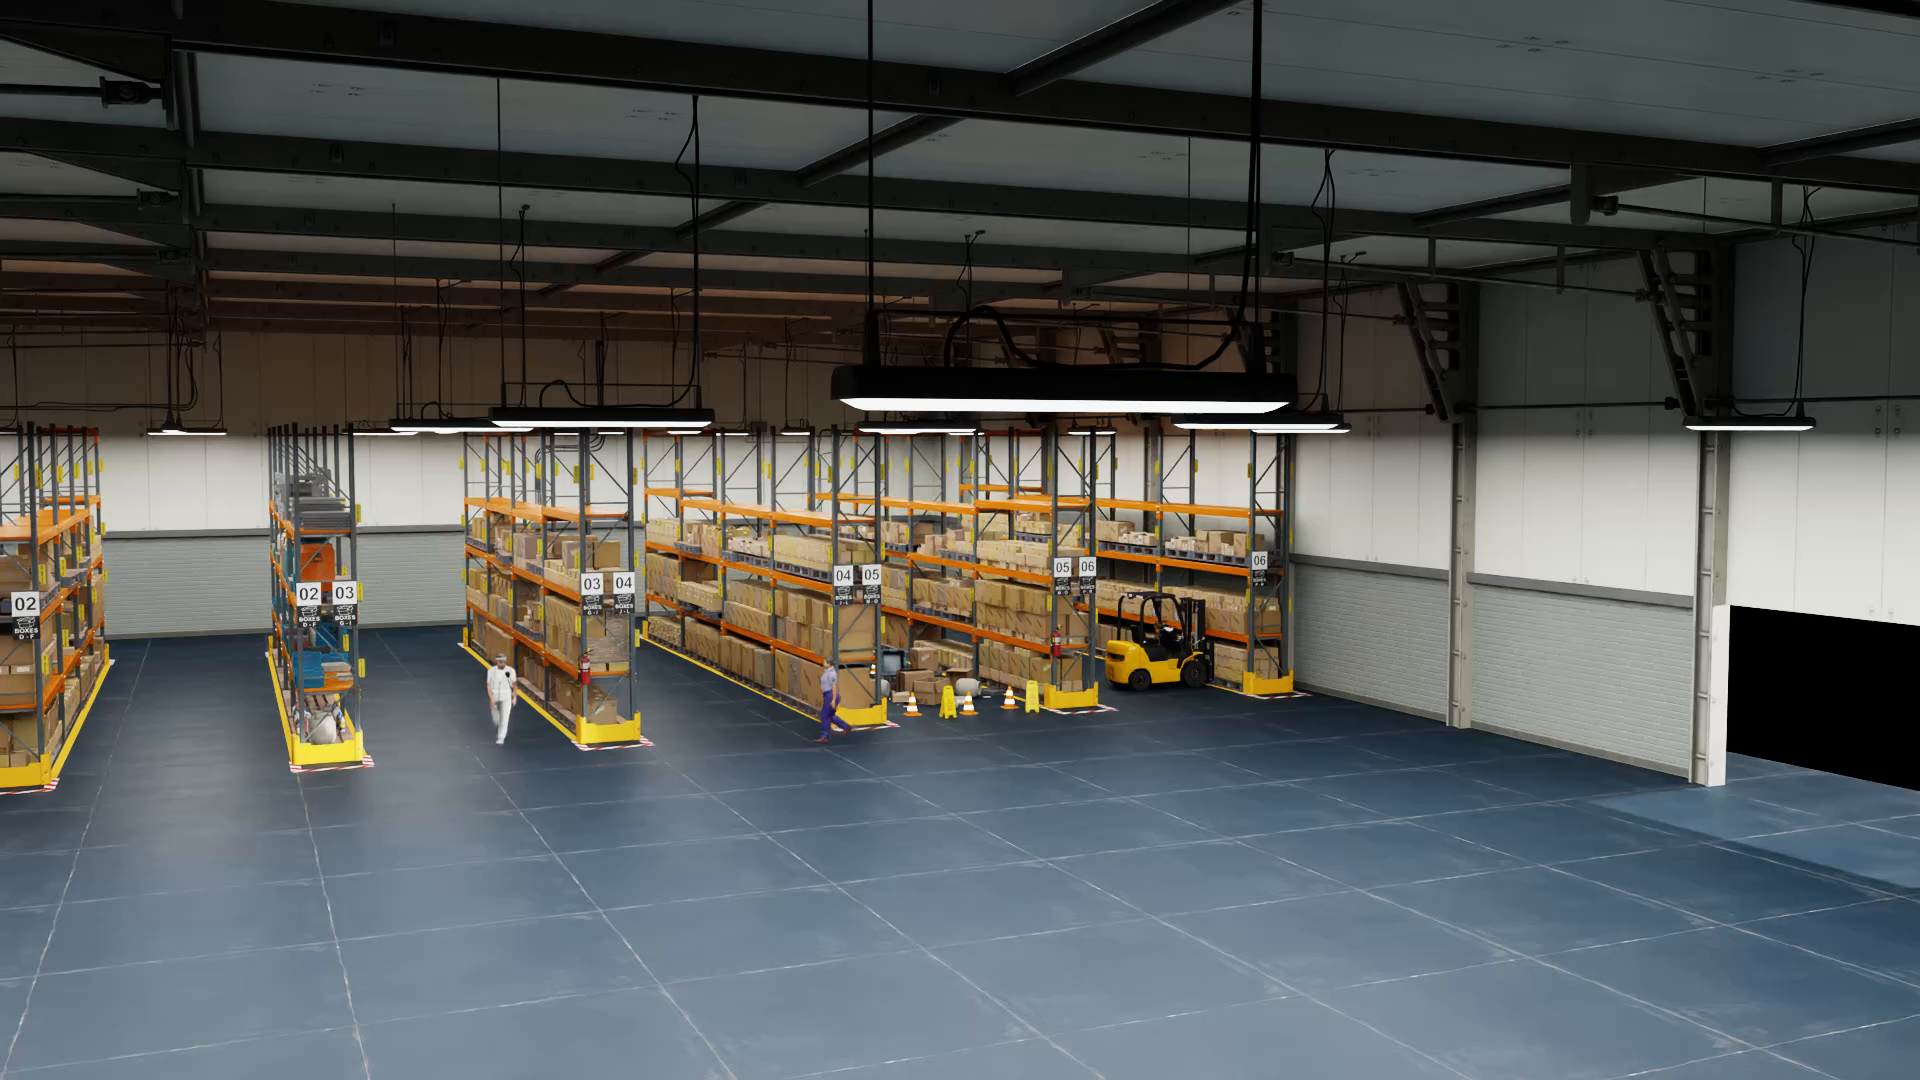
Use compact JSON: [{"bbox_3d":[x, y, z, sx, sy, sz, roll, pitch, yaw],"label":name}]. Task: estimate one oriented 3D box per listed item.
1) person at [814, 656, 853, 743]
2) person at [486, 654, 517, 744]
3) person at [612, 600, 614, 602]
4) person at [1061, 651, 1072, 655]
[{"bbox_3d":[-2.410,2.990,31.406,0.727,1.622,0.544,-1,4,-9],"label":"person"},{"bbox_3d":[-8.633,2.966,31.267,0.528,1.664,1.120,0,3,-4],"label":"person"},{"bbox_3d":[-9.383,2.164,45.581,0.512,1.515,0.788,-1,4,-15],"label":"person"},{"bbox_3d":[2.494,2.505,39.718,0.508,1.702,0.606,-2,4,-27],"label":"person"}]
